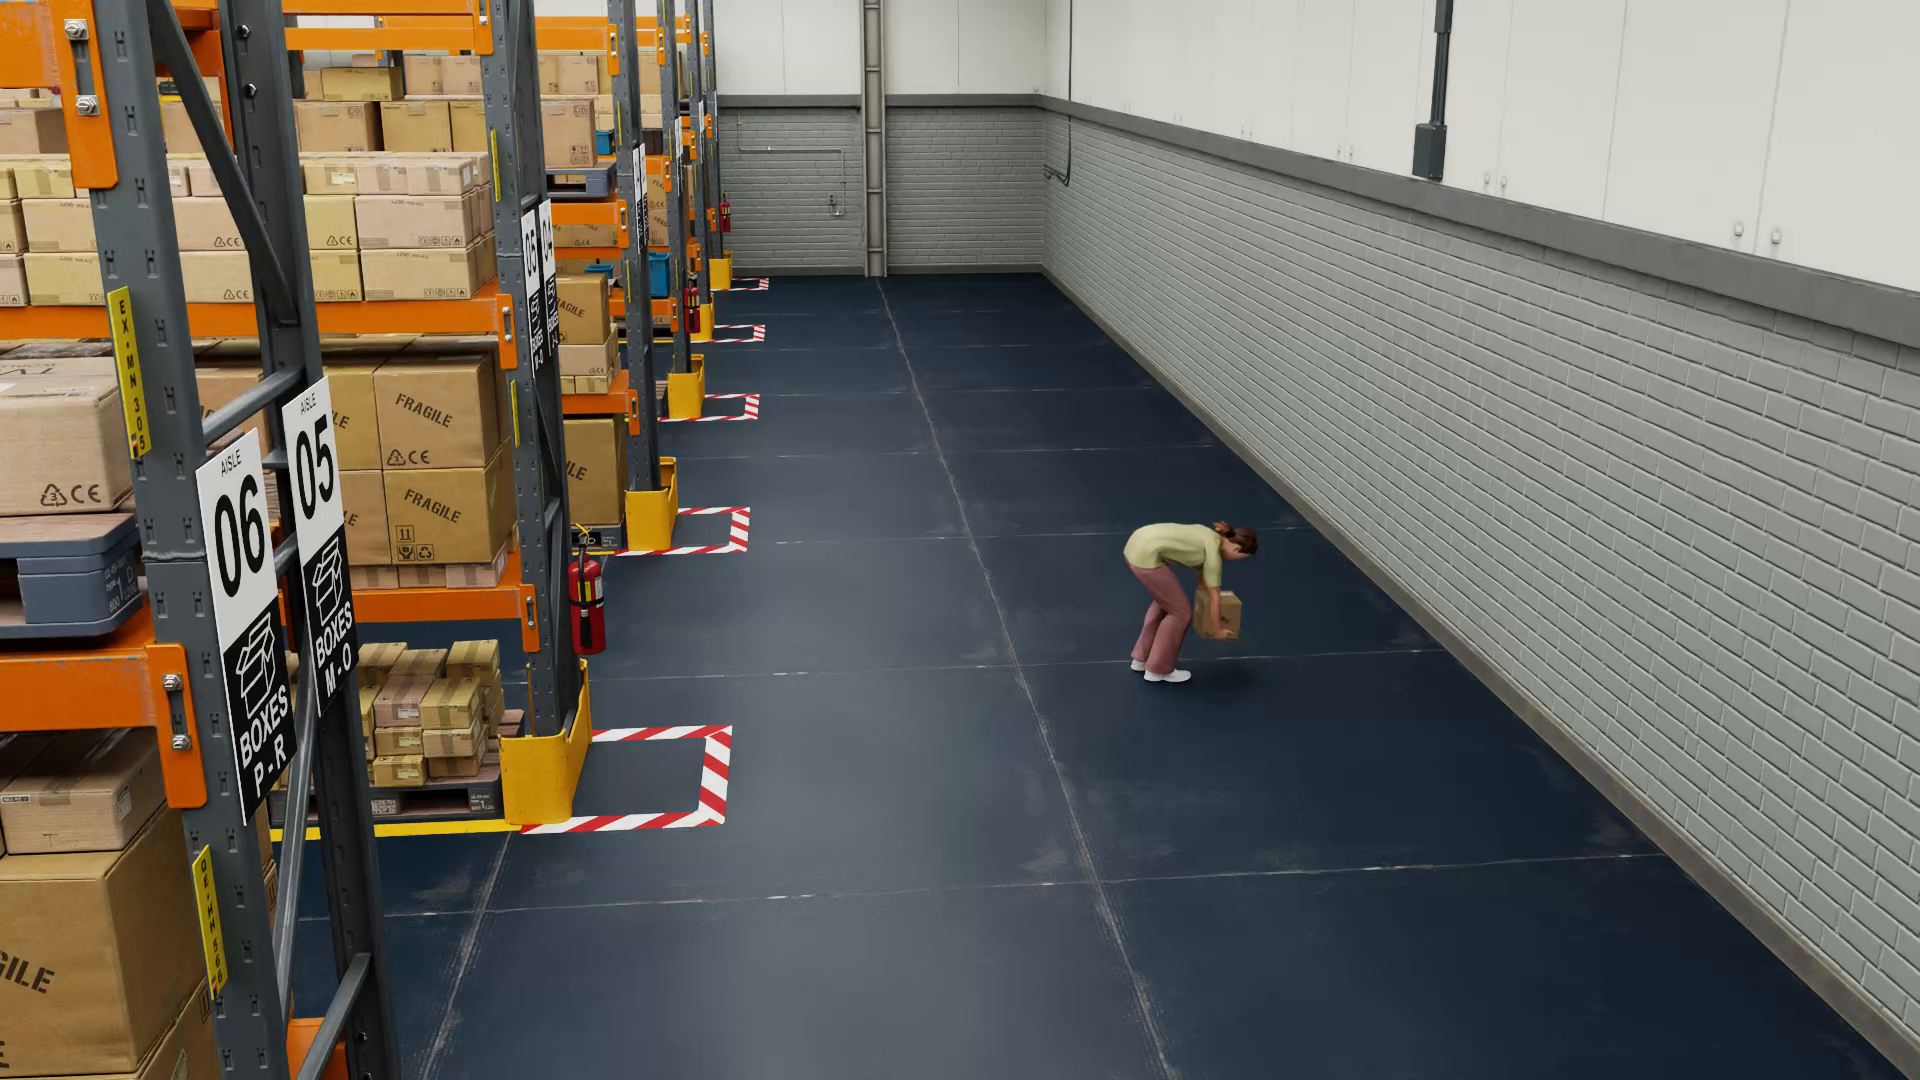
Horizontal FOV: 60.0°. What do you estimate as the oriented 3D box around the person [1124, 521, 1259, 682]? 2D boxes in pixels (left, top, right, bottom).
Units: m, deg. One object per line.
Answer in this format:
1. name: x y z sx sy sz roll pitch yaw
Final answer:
1. person: 1.500 0.381 10.865 0.872 1.051 0.428 -2 17 -8
